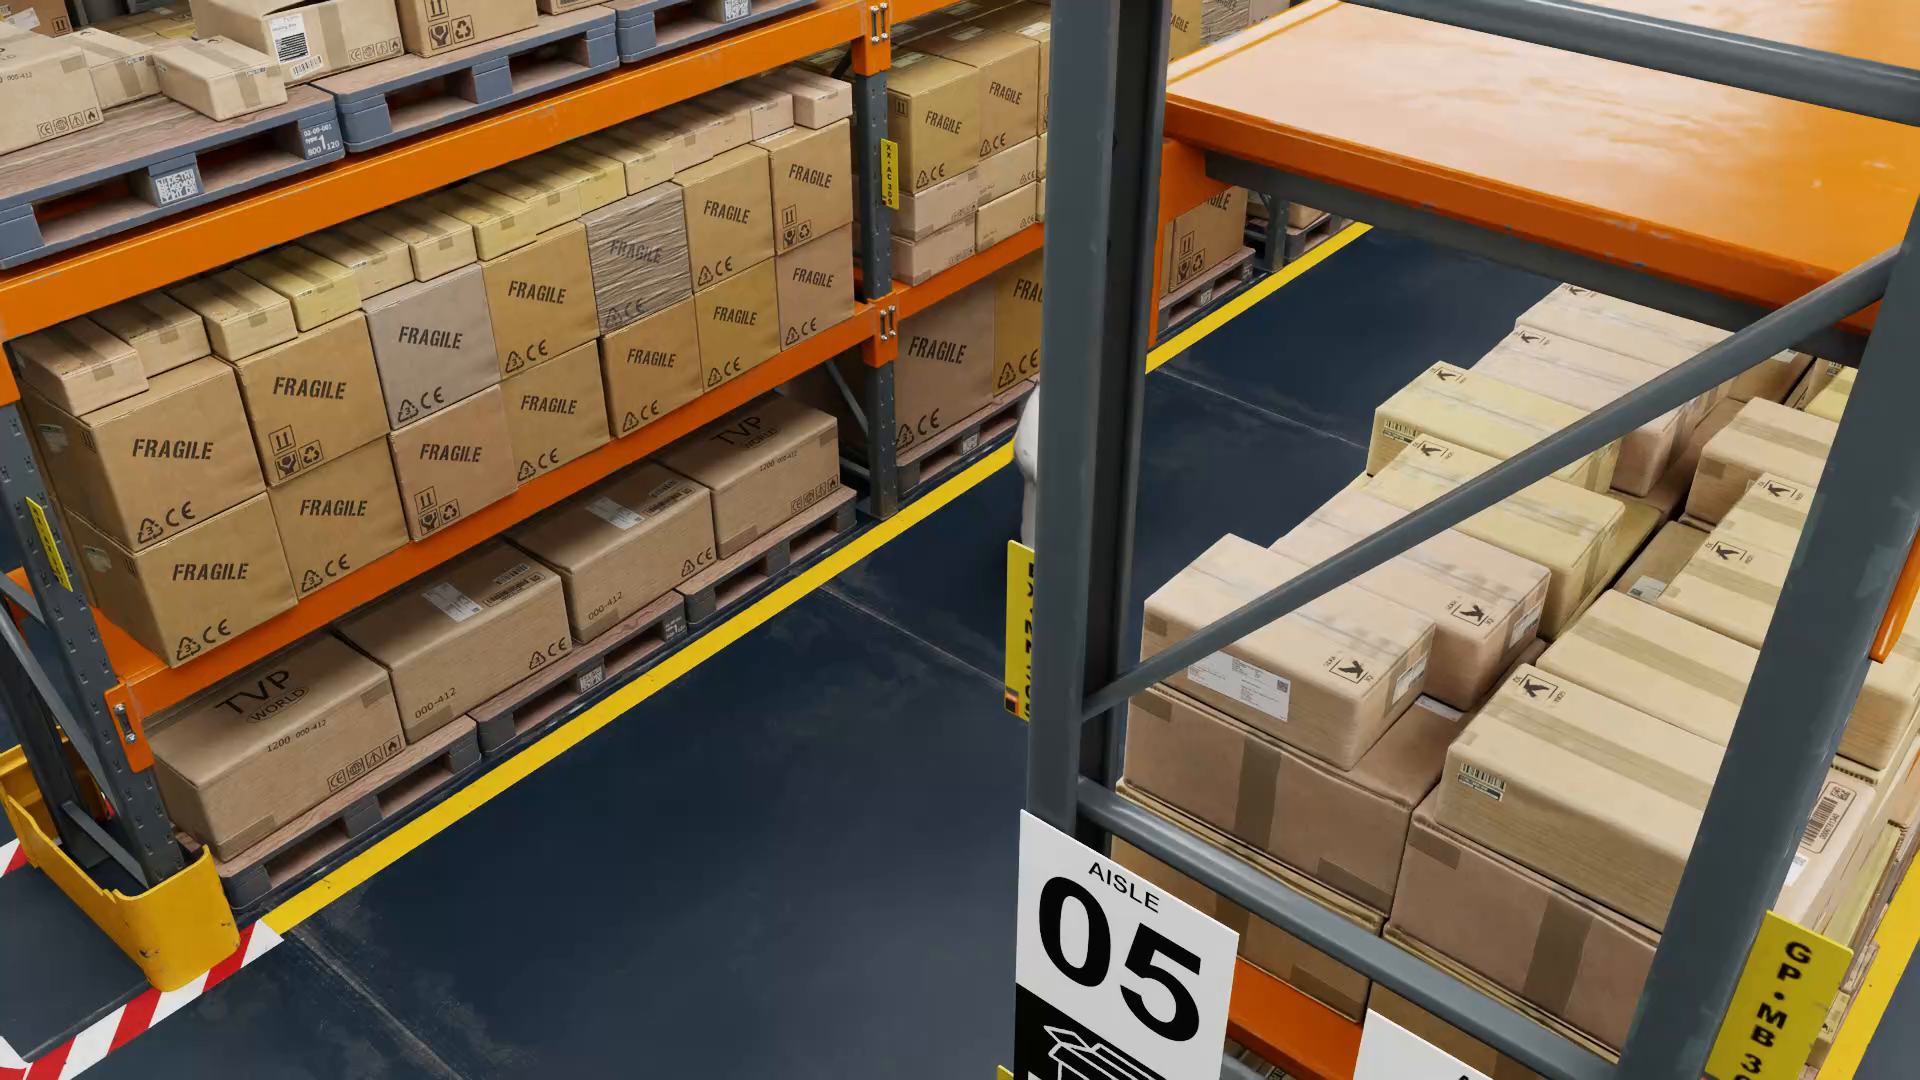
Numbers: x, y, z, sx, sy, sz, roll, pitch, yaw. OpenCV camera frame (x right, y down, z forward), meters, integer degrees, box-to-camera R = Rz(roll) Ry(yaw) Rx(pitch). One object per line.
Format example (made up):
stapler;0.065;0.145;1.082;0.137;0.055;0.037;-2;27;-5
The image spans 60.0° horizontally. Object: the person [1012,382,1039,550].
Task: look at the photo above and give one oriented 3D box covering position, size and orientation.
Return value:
person;0.596;-0.430;8.435;0.581;1.142;0.936;14;37;19
